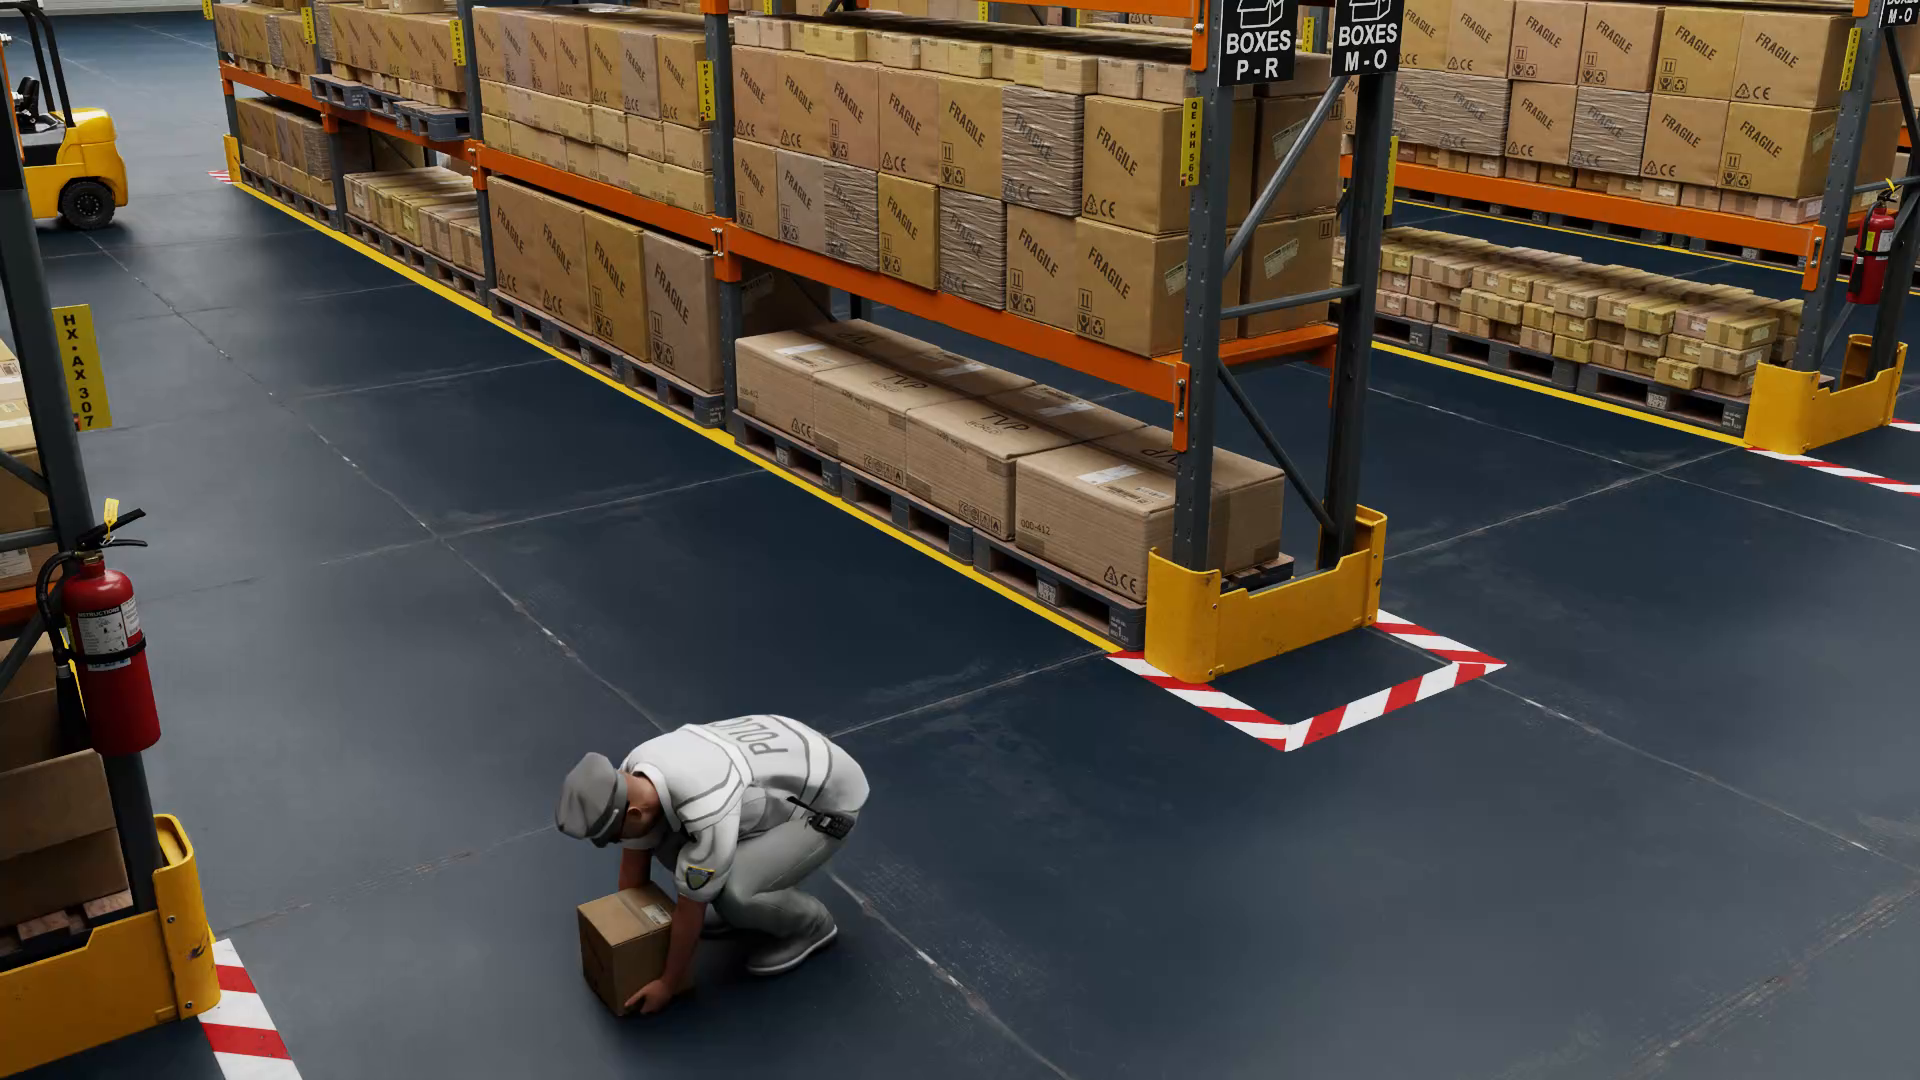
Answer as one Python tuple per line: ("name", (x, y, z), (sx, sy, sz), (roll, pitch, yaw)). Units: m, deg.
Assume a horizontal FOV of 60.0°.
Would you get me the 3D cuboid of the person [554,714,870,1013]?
("person", (-0.742, 0.933, 5.043), (1.000, 0.877, 0.529), (-15, 26, -34))
